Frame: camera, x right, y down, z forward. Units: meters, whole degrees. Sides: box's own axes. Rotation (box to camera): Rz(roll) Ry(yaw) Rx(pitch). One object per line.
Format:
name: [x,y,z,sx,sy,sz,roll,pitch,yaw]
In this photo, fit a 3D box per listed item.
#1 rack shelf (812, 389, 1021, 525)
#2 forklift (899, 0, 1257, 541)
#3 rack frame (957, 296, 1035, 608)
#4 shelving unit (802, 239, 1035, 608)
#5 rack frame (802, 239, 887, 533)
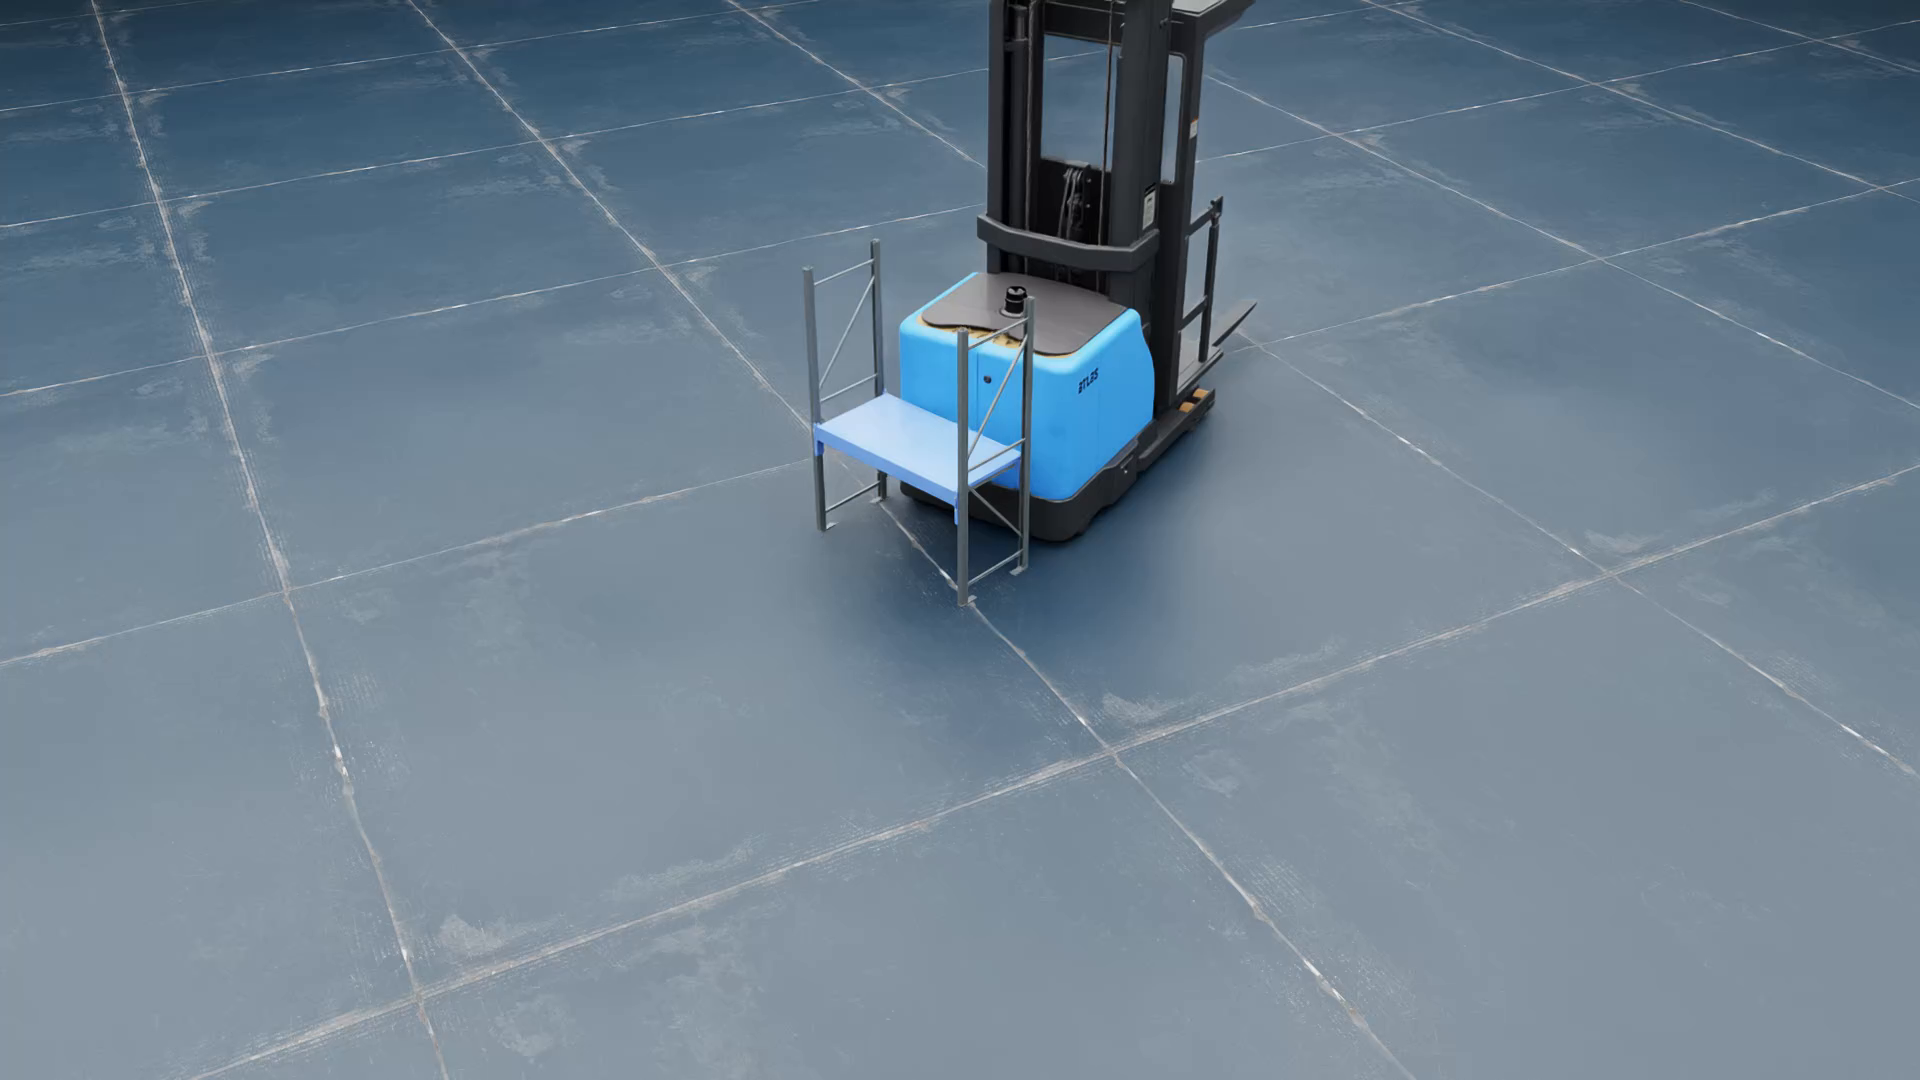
rack shelf: [-0.206,-0.434,8.371,1.000,0.185,0.538,26,41,35]
forklift: [0.860,-1.992,9.142,1.130,2.935,3.031,18,37,26]
rack frame: [0.168,-0.400,7.984,0.032,1.500,0.500,26,41,35]
shelving unit: [-0.206,-0.586,8.274,1.048,1.500,0.538,26,41,35]
rack frame: [-0.580,-0.771,8.564,0.032,1.500,0.500,26,41,35]
